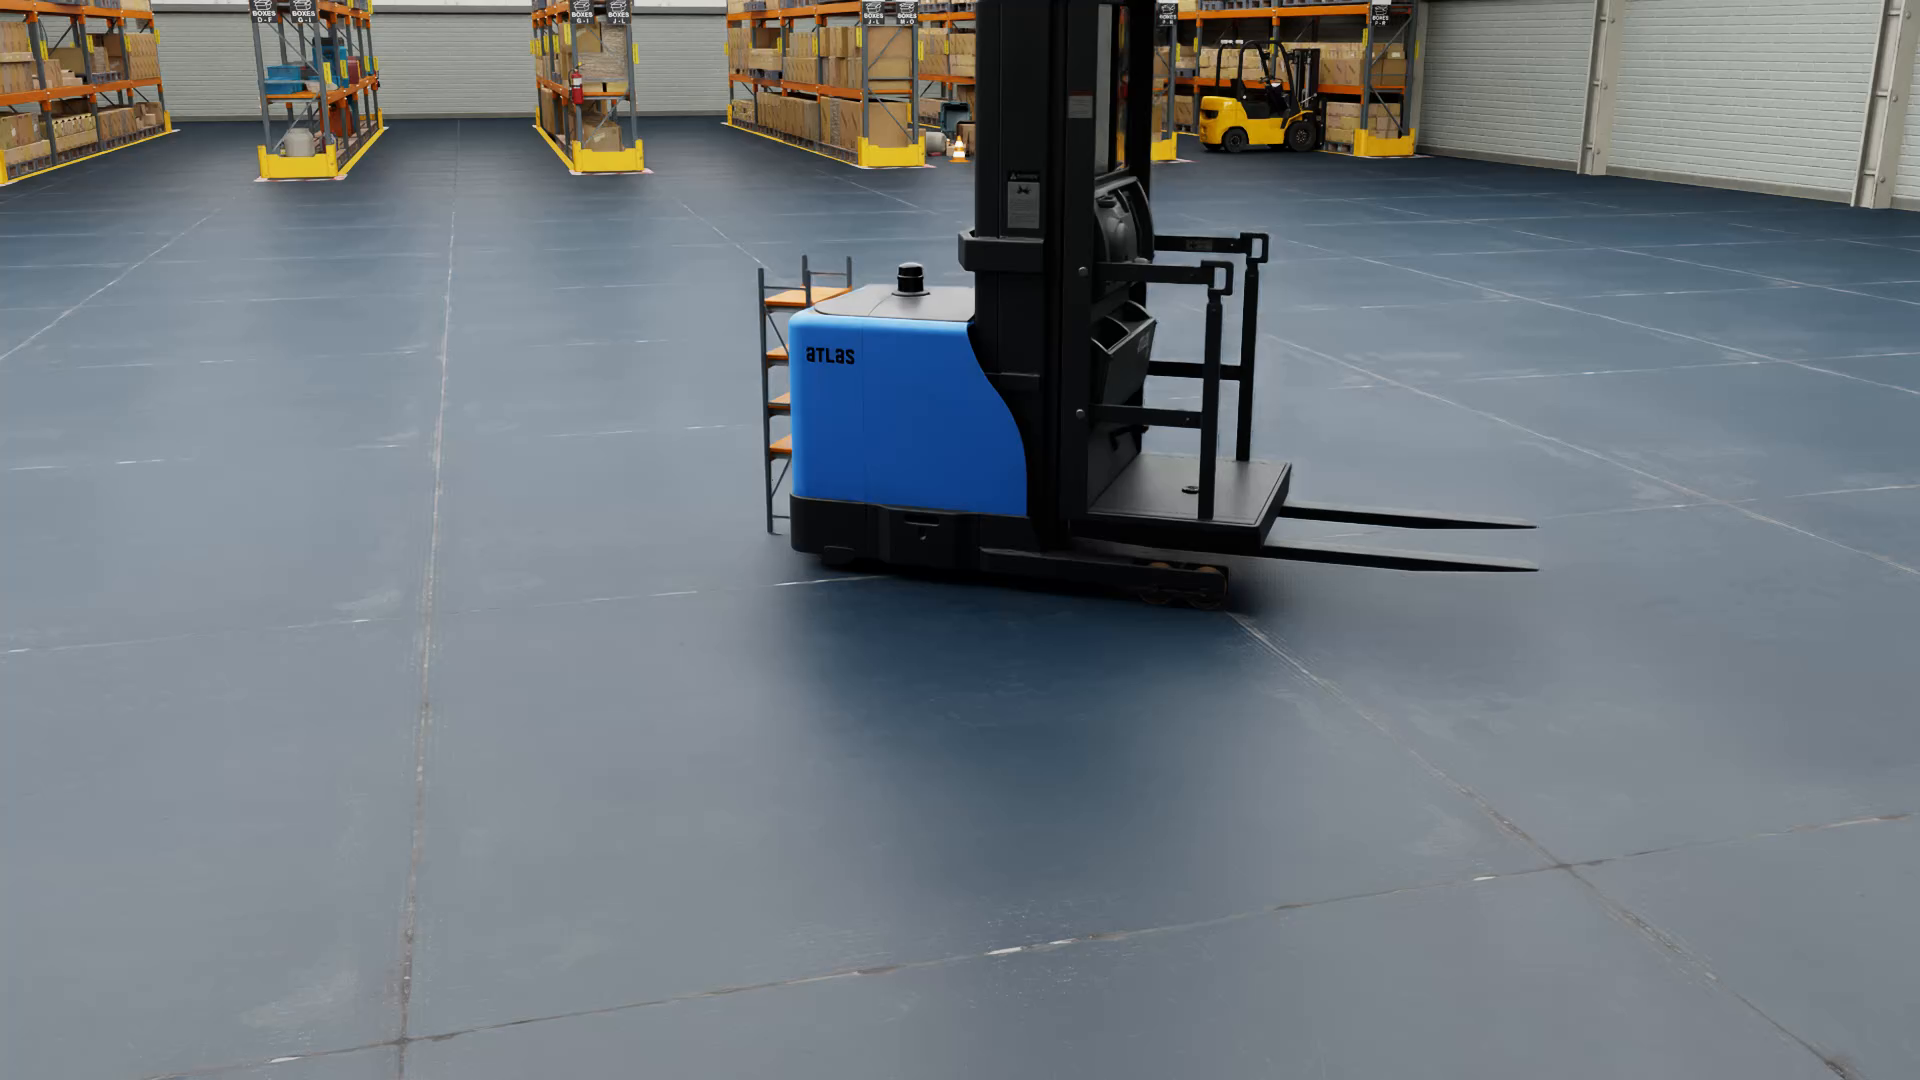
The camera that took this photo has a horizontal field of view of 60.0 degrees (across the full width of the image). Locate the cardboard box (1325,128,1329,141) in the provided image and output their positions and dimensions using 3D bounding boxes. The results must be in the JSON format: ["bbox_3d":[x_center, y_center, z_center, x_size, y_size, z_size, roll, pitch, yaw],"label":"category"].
[{"bbox_3d":[7.581,-8.235,33.702,0.500,0.250,0.500,-5,17,-15],"label":"cardboard box"}]

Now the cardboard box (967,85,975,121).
[{"bbox_3d":[0.703,-10.663,40.699,0.875,0.875,0.875,-4,17,-14],"label":"cardboard box"}]

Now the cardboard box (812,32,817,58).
[{"bbox_3d":[-2.618,-10.067,33.842,0.700,0.500,0.500,-5,17,-16],"label":"cardboard box"}]

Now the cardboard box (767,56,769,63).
[{"bbox_3d":[-4.155,-10.838,37.509,0.380,0.149,0.250,-4,17,-14],"label":"cardboard box"}]

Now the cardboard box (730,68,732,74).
[{"bbox_3d":[-5.857,-12.345,43.773,0.380,0.149,0.250,-5,17,-16],"label":"cardboard box"}]

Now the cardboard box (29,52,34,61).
[{"bbox_3d":[-16.375,-8.416,28.953,0.380,0.149,0.250,-5,17,-15],"label":"cardboard box"}]

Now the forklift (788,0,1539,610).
[{"bbox_3d":[0.853,-1.301,6.689,3.031,2.935,1.130,5,17,17],"label":"forklift"}]

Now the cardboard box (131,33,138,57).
[{"bbox_3d":[-18.855,-11.150,37.446,0.500,0.500,0.500,-5,18,-17],"label":"cardboard box"}]

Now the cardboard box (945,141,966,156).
[{"bbox_3d":[-0.089,-7.622,32.366,0.396,0.266,0.258,-2,17,-6],"label":"cardboard box"}]

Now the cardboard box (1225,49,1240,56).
[{"bbox_3d":[6.240,-11.072,37.796,0.380,0.149,0.250,-4,17,-14],"label":"cardboard box"}]

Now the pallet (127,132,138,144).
[{"bbox_3d":[-18.594,-8.771,36.284,1.003,0.211,1.213,-5,17,-15],"label":"pallet"}]

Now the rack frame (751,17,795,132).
[{"bbox_3d":[-4.531,-11.475,40.438,1.000,3.000,0.127,-5,17,-15],"label":"rack frame"}]

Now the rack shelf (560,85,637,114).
[{"bbox_3d":[-6.580,-8.000,30.120,1.077,0.370,4.000,-5,17,-15],"label":"rack shelf"}]

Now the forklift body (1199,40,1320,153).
[{"bbox_3d":[5.995,-8.942,33.482,2.313,2.155,1.214,-5,17,-15],"label":"forklift body"}]

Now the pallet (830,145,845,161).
[{"bbox_3d":[-1.860,-7.372,31.626,1.003,0.211,1.213,-5,17,-15],"label":"pallet"}]

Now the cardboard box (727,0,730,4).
[{"bbox_3d":[-5.757,-14.040,43.158,0.500,0.250,0.500,-4,17,-14],"label":"cardboard box"}]

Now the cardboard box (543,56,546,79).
[{"bbox_3d":[-9.303,-10.872,38.259,0.500,0.500,0.500,-5,17,-15],"label":"cardboard box"}]

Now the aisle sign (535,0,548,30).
[{"bbox_3d":[-10.735,-13.458,42.522,0.394,0.787,0.004,-5,17,-15],"label":"aisle sign"}]

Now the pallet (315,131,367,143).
[{"bbox_3d":[-13.579,-8.829,36.476,1.003,0.211,1.213,-5,17,-15],"label":"pallet"}]

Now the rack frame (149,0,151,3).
[{"bbox_3d":[-19.953,-14.308,39.442,1.000,3.000,0.127,-5,17,-15],"label":"rack frame"}]

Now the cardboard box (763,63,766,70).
[{"bbox_3d":[-4.288,-10.833,38.007,0.380,0.149,0.250,-5,18,-18],"label":"cardboard box"}]

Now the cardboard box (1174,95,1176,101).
[{"bbox_3d":[5.459,-10.907,41.036,0.380,0.149,0.250,-5,17,-16],"label":"cardboard box"}]

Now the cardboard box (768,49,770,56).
[{"bbox_3d":[-4.074,-10.903,37.207,0.380,0.149,0.250,-5,17,-16],"label":"cardboard box"}]

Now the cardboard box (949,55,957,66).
[{"bbox_3d":[0.050,-11.917,41.304,0.500,0.250,0.500,-5,17,-17],"label":"cardboard box"}]

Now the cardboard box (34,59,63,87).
[{"bbox_3d":[-17.278,-8.807,31.383,0.500,0.500,0.500,-6,18,-18],"label":"cardboard box"}]

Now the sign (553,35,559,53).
[{"bbox_3d":[-7.662,-9.407,31.543,0.100,0.325,0.005,-5,17,-15],"label":"sign"}]

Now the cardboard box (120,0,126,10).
[{"bbox_3d":[-18.750,-11.847,36.725,0.500,0.250,0.500,-5,17,-15],"label":"cardboard box"}]

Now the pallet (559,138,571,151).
[{"bbox_3d":[-7.684,-8.115,34.102,1.003,0.211,1.213,-5,17,-15],"label":"pallet"}]

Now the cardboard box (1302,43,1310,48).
[{"bbox_3d":[7.280,-10.180,34.309,0.380,0.149,0.250,-5,17,-16],"label":"cardboard box"}]

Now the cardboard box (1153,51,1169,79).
[{"bbox_3d":[3.635,-8.918,31.236,0.500,0.500,0.500,-5,17,-16],"label":"cardboard box"}]

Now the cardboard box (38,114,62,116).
[{"bbox_3d":[-17.893,-8.207,32.633,0.500,0.311,0.500,-4,17,-13],"label":"cardboard box"}]

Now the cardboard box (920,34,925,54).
[{"bbox_3d":[-0.743,-13.088,43.896,0.500,0.500,0.500,-5,17,-16],"label":"cardboard box"}]

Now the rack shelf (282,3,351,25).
[{"bbox_3d":[-12.441,-10.151,32.069,1.077,0.370,4.000,-5,17,-15],"label":"rack shelf"}]

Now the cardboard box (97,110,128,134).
[{"bbox_3d":[-18.178,-8.952,35.620,0.500,0.500,0.500,-4,17,-15],"label":"cardboard box"}]

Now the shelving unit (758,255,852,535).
[{"bbox_3d":[-0.684,-0.661,7.566,0.258,1.200,0.503,5,17,17],"label":"shelving unit"}]

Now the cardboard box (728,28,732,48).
[{"bbox_3d":[-5.762,-13.105,43.437,0.500,0.500,0.500,-5,17,-16],"label":"cardboard box"}]

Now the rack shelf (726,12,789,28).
[{"bbox_3d":[-5.081,-13.120,41.952,1.077,0.370,4.000,-5,17,-15],"label":"rack shelf"}]

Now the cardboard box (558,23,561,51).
[{"bbox_3d":[-7.250,-9.422,31.176,0.500,0.500,0.500,-5,17,-15],"label":"cardboard box"}]

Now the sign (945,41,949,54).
[{"bbox_3d":[-0.333,-12.302,41.550,0.100,0.325,0.005,-5,17,-15],"label":"sign"}]

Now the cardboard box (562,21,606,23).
[{"bbox_3d":[-7.213,-9.617,32.480,1.000,1.000,1.000,-5,17,-15],"label":"cardboard box"}]

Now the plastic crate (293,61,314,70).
[{"bbox_3d":[-12.841,-9.172,32.661,0.402,0.464,0.583,-5,17,-15],"label":"plastic crate"}]

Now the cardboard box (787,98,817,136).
[{"bbox_3d":[-3.108,-9.075,35.629,1.050,0.750,0.750,-4,17,-14],"label":"cardboard box"}]

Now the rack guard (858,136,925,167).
[{"bbox_3d":[-1.227,-6.952,29.725,1.175,0.500,0.348,-5,17,-15],"label":"rack guard"}]

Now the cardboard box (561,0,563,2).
[{"bbox_3d":[-6.823,-9.688,29.537,0.500,0.250,0.500,-5,17,-16],"label":"cardboard box"}]

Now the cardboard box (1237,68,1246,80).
[{"bbox_3d":[6.530,-10.400,37.120,0.500,0.250,0.500,-5,17,-15],"label":"cardboard box"}]

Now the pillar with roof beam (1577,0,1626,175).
[{"bbox_3d":[6.455,-10.105,25.451,9.100,9.000,0.400,-5,17,-15],"label":"pillar with roof beam"}]

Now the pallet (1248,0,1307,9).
[{"bbox_3d":[6.916,-11.662,36.182,0.805,0.209,1.217,-5,18,-17],"label":"pallet"}]

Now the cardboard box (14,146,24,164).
[{"bbox_3d":[-15.767,-6.335,27.379,0.500,0.250,0.500,-5,17,-15],"label":"cardboard box"}]

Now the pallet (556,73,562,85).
[{"bbox_3d":[-7.645,-9.368,33.758,1.003,0.211,1.213,-5,17,-15],"label":"pallet"}]
